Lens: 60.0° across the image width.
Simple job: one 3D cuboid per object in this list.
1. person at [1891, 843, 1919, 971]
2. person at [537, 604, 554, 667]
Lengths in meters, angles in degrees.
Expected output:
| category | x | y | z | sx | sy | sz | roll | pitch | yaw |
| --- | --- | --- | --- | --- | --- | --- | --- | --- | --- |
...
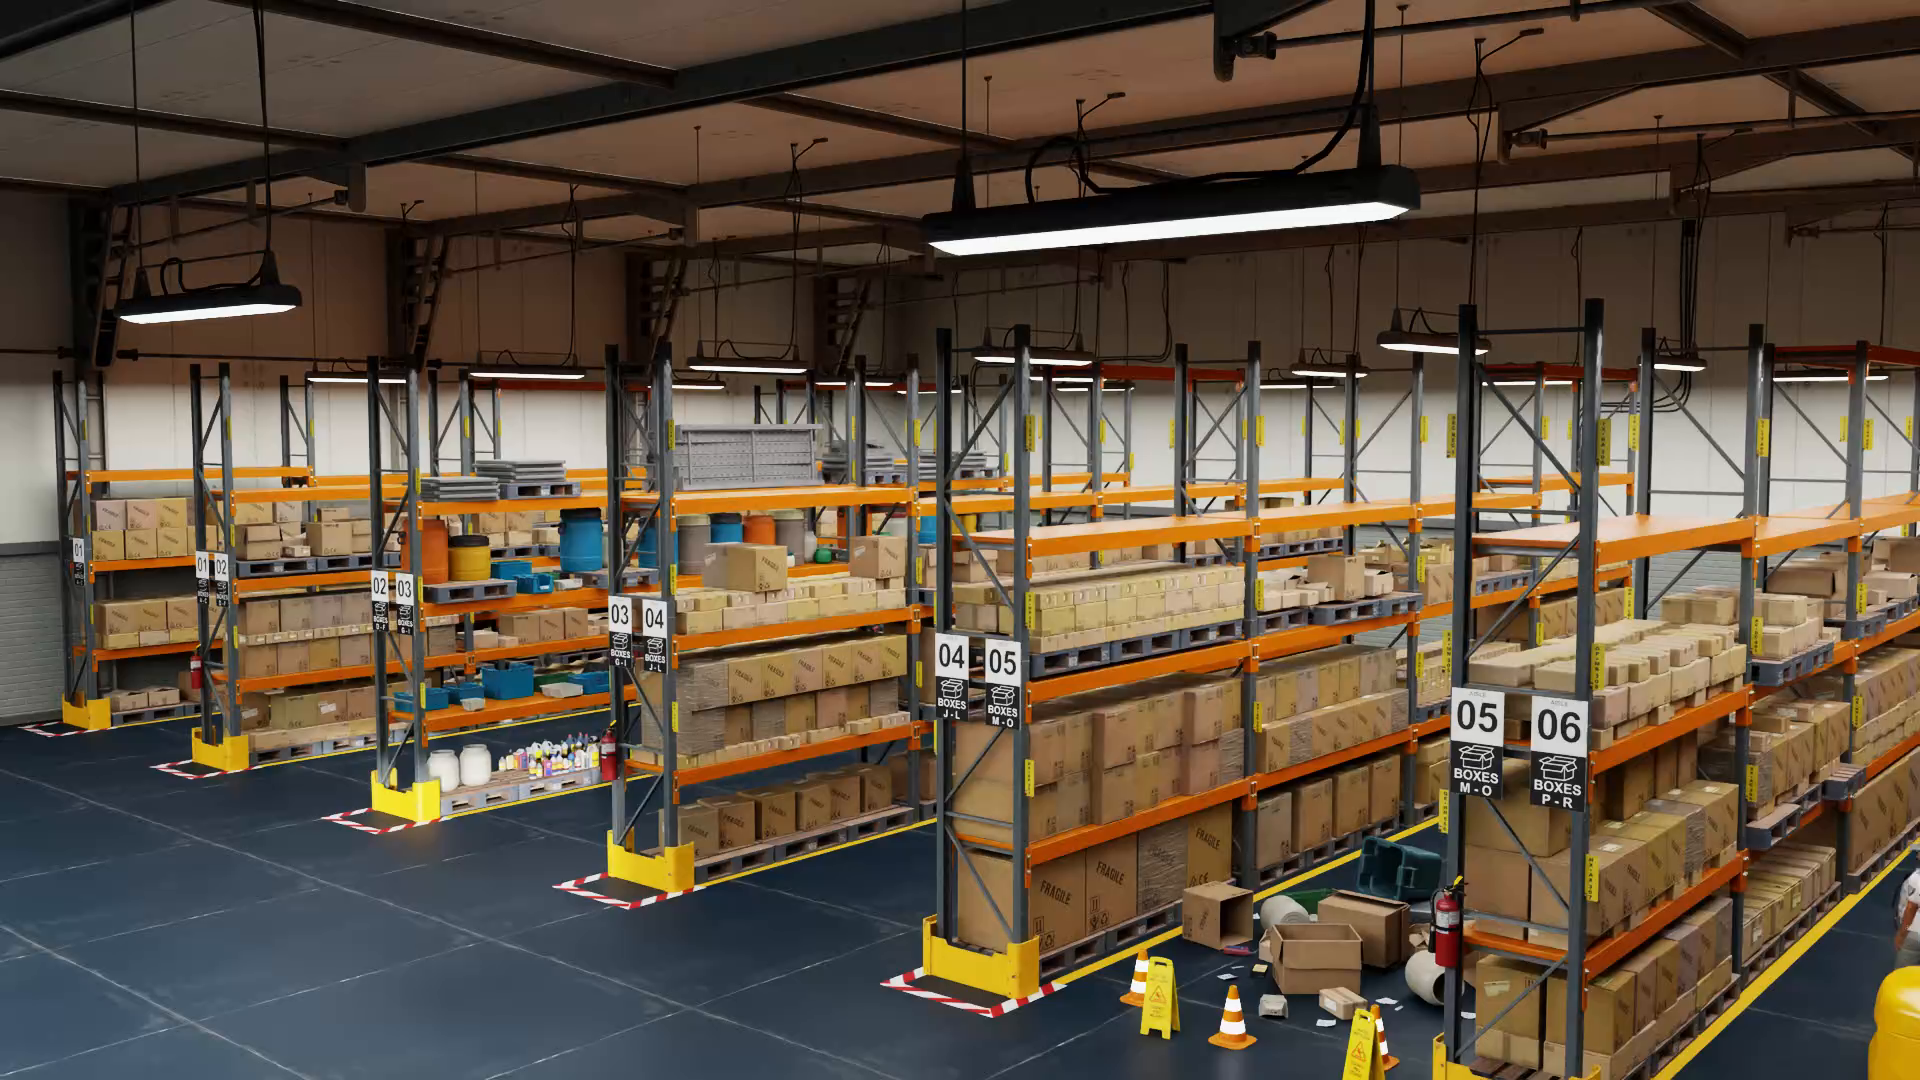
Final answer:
| category | x | y | z | sx | sy | sz | roll | pitch | yaw |
| --- | --- | --- | --- | --- | --- | --- | --- | --- | --- |
| person | 8.154 | 3.339 | 14.040 | 0.523 | 1.678 | 0.405 | 0 | 4 | 5 |
| person | -8.151 | 1.962 | 32.756 | 0.532 | 1.694 | 0.345 | -3 | 5 | -31 |
